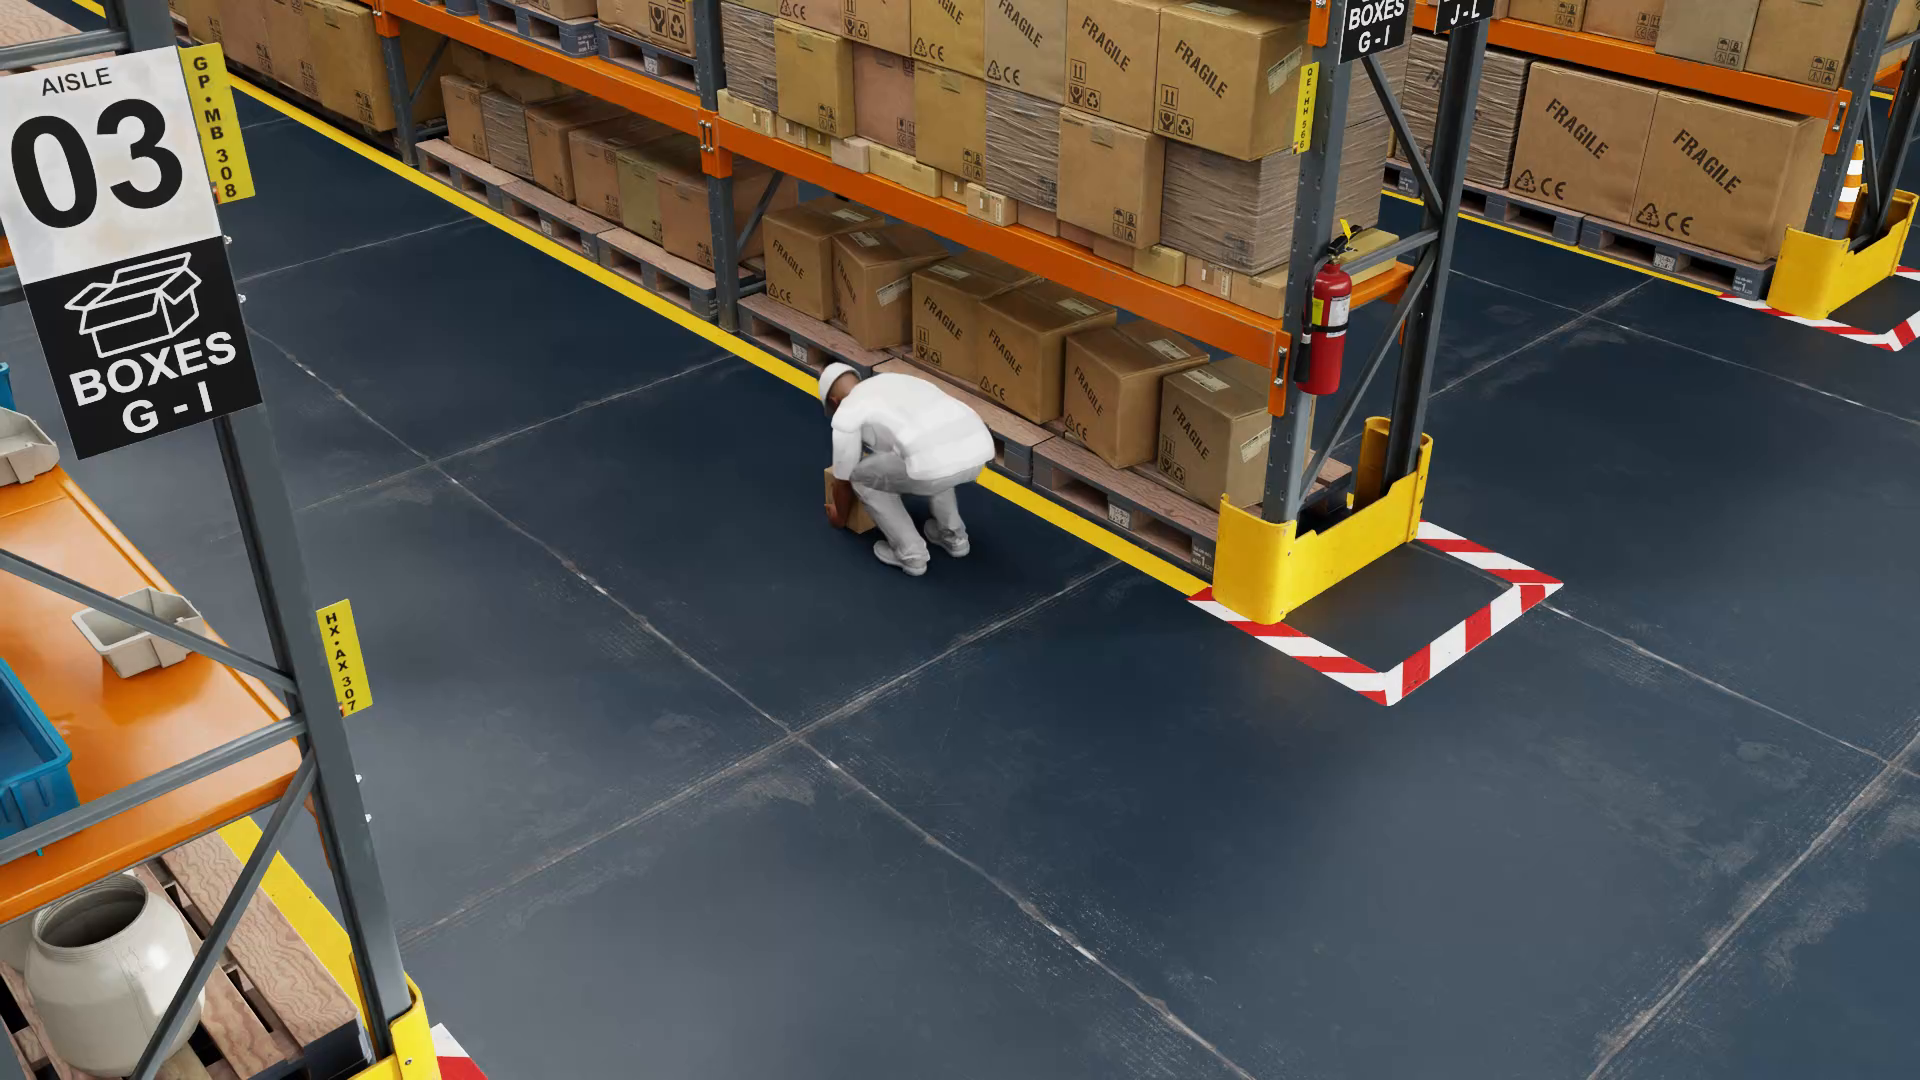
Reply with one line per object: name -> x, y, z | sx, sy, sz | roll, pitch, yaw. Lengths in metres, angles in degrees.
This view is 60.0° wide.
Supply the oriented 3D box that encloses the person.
person -> -0.291, -0.339, 7.588 | 0.526, 0.838, 0.978 | -24, 39, -34
